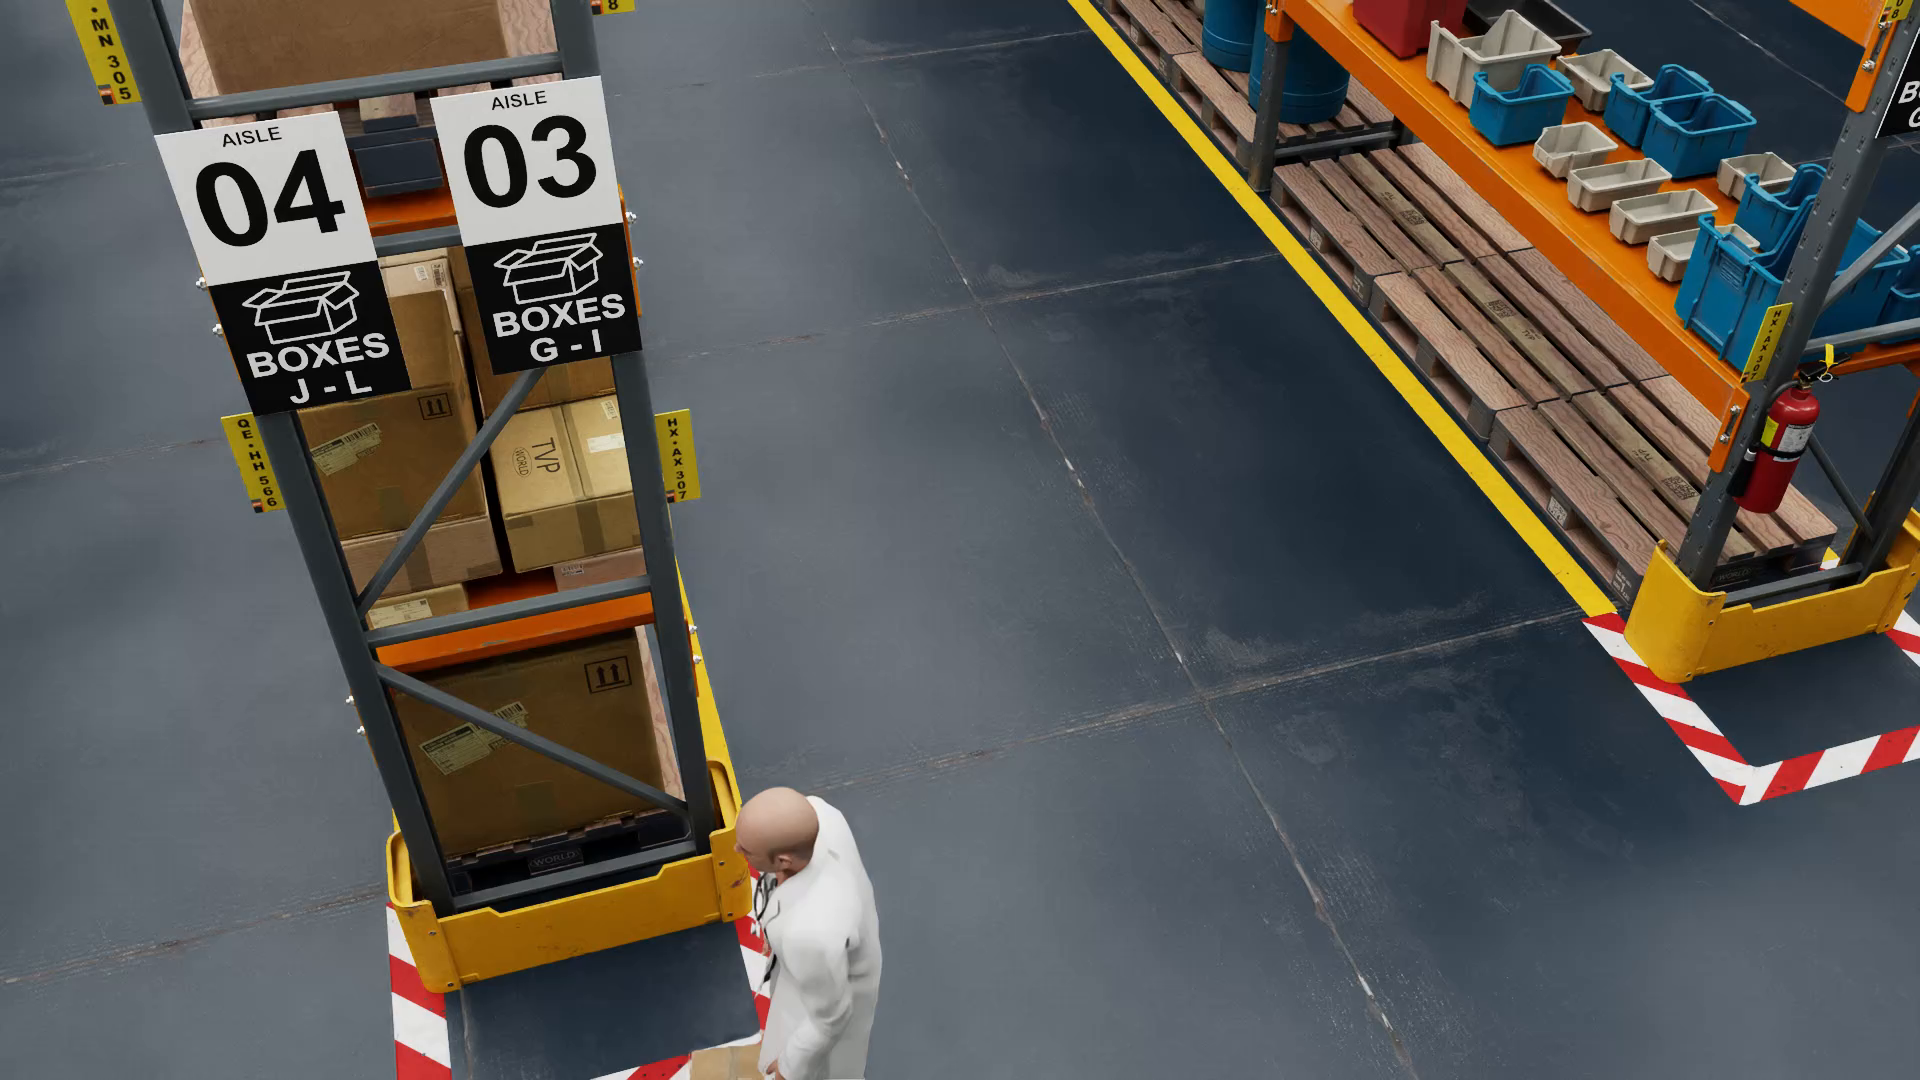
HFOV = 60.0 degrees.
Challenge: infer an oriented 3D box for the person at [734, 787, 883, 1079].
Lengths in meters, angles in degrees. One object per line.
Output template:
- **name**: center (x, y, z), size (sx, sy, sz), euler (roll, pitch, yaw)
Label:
- **person**: center (-0.428, 1.291, 4.719), size (0.425, 1.776, 0.601), euler (-4, 42, -4)
